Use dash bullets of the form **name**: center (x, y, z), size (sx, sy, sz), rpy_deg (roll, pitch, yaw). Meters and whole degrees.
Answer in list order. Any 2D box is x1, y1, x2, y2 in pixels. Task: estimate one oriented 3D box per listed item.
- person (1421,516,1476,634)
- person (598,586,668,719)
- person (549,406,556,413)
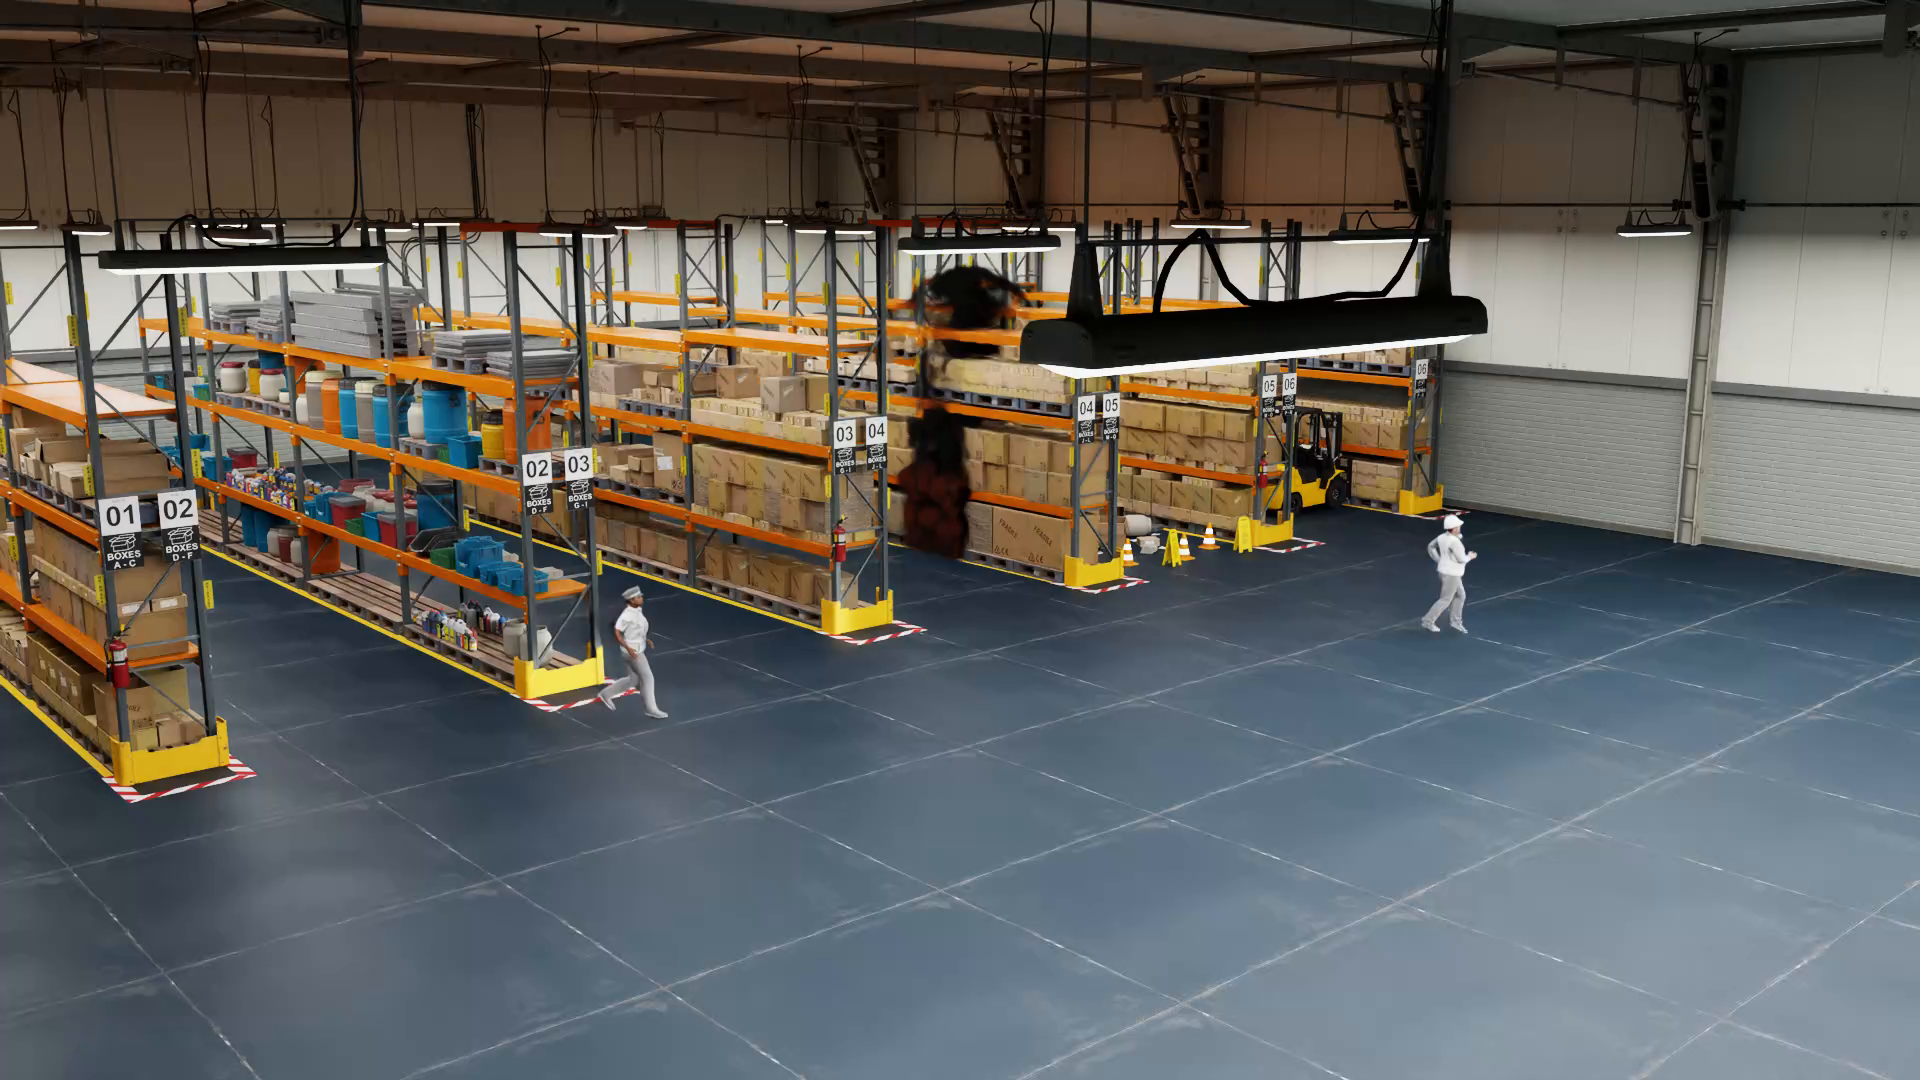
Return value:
- **person**: center (7.262, 0.537, 24.696), size (0.789, 1.830, 0.628), rpy_deg (0, 11, -2)
- **person**: center (-4.093, 1.392, 20.743), size (0.859, 1.686, 0.600), rpy_deg (0, 11, -2)
- **person**: center (-9.898, -2.385, 39.434), size (0.796, 1.689, 0.822), rpy_deg (3, 12, 15)
